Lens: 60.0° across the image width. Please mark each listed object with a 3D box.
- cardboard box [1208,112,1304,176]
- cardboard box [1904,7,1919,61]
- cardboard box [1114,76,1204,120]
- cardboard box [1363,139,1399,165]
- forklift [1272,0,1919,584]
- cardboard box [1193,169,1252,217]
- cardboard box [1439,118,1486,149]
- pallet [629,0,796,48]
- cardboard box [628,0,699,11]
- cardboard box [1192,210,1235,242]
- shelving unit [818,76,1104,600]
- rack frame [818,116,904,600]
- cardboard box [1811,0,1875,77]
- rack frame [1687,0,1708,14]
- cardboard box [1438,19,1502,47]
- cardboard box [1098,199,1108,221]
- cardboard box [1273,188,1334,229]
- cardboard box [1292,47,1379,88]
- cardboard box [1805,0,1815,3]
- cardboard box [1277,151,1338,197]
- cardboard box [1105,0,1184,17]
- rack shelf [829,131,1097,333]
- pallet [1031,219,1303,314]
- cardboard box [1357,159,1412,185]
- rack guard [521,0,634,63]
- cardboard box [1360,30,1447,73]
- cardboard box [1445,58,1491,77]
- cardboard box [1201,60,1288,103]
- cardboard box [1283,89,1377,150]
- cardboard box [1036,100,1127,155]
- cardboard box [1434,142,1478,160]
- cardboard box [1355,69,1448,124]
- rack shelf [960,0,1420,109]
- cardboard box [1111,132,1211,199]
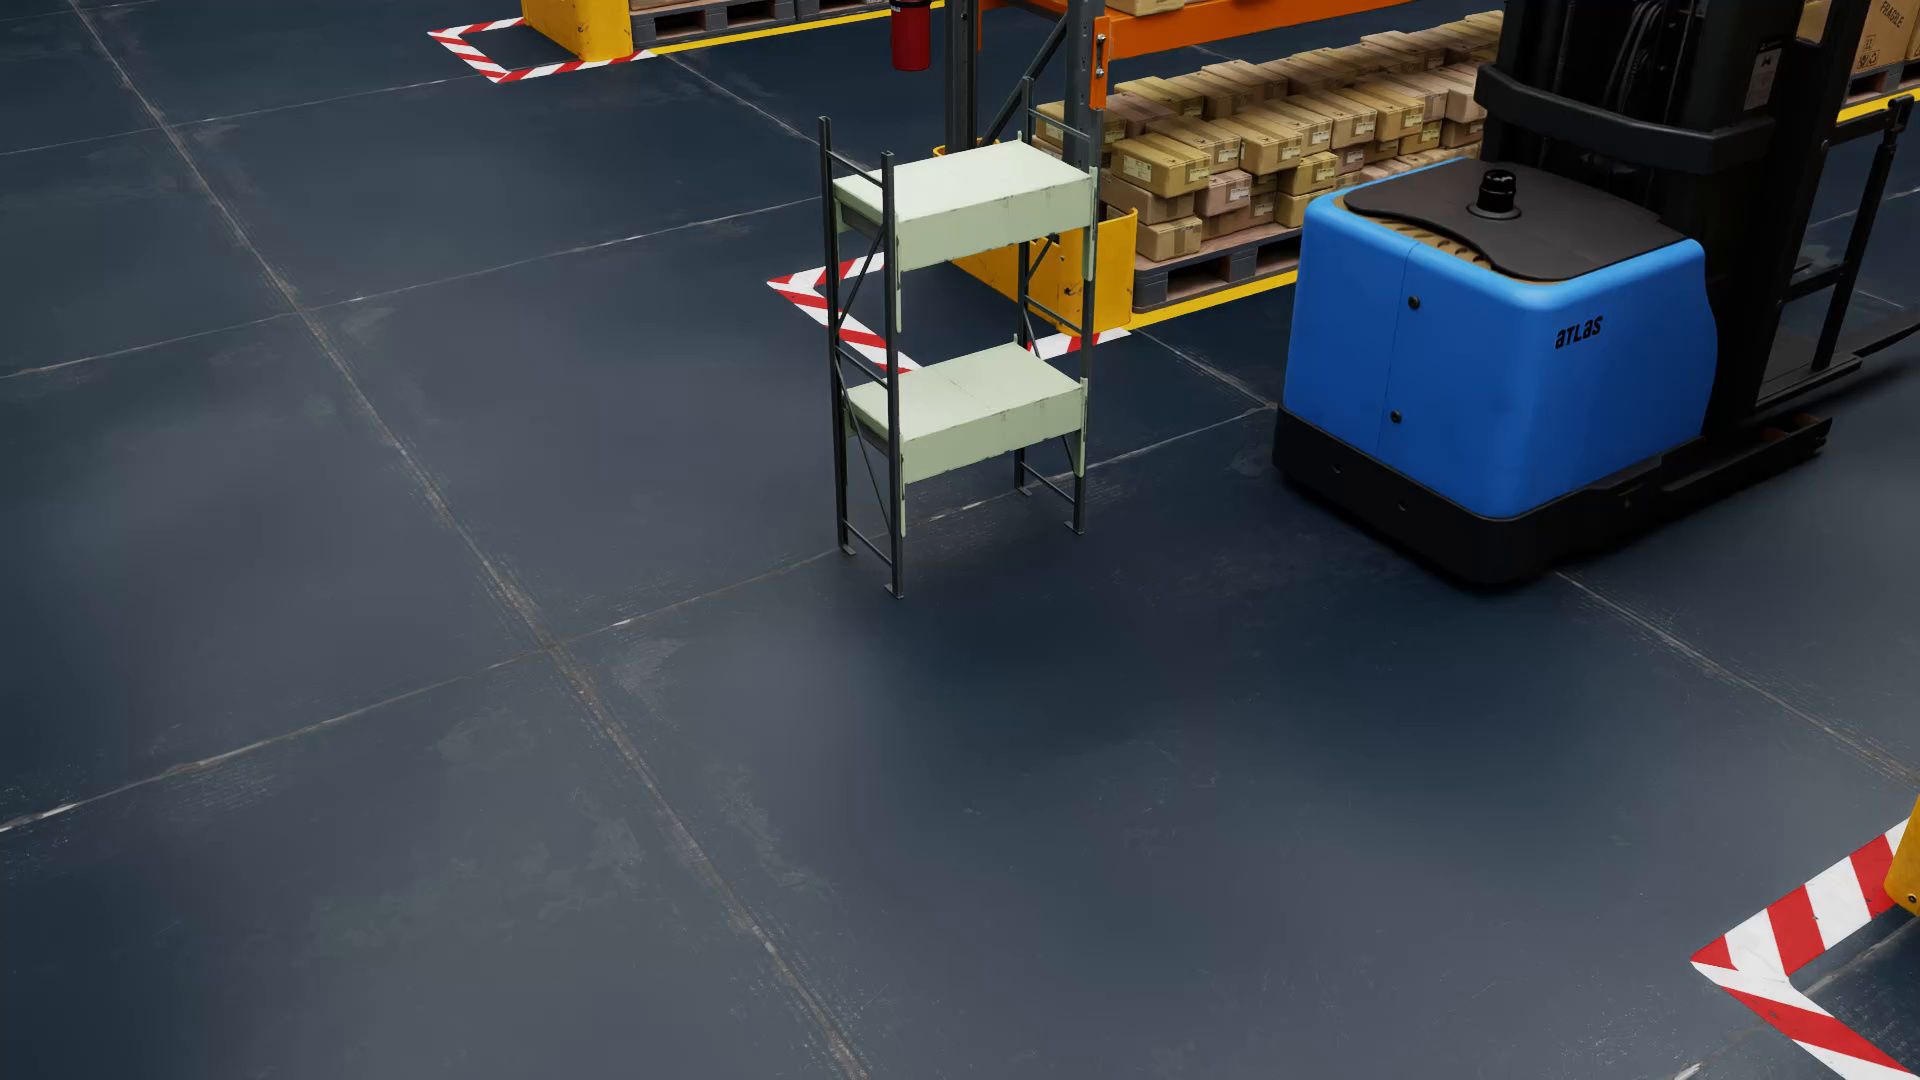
[{"bbox_3d":[1.322,-1.785,7.490,0.250,0.149,0.380,-19,37,-27],"label":"cardboard box"},{"bbox_3d":[5.688,-3.231,10.009,0.500,0.500,0.500,-21,38,-29],"label":"cardboard box"},{"bbox_3d":[0.948,-2.083,7.961,0.250,0.149,0.380,-20,37,-28],"label":"cardboard box"},{"bbox_3d":[1.899,-1.954,8.035,0.250,0.149,0.380,-17,36,-25],"label":"cardboard box"},{"bbox_3d":[2.642,-1.701,5.700,3.031,2.935,1.130,-20,37,-28],"label":"forklift"},{"bbox_3d":[1.090,-1.602,7.477,0.250,0.149,0.380,-19,37,-27],"label":"cardboard box"},{"bbox_3d":[2.379,-2.086,8.244,0.250,0.149,0.380,-21,38,-29],"label":"cardboard box"},{"bbox_3d":[-1.888,-3.691,11.404,1.213,0.211,1.003,-19,37,-27],"label":"pallet"},{"bbox_3d":[-2.017,-3.934,11.183,0.875,0.438,0.875,-20,38,-29],"label":"cardboard box"},{"bbox_3d":[1.039,-1.506,7.604,0.250,0.149,0.380,-19,37,-27],"label":"cardboard box"},{"bbox_3d":[0.006,-0.636,5.353,0.755,1.500,0.431,-19,37,-27],"label":"shelving unit"},{"bbox_3d":[-0.302,-0.530,5.185,0.023,1.500,0.400,-19,37,-27],"label":"rack frame"},{"bbox_3d":[4.820,-2.939,9.546,0.500,0.500,0.500,-17,36,-25],"label":"cardboard box"},{"bbox_3d":[3.611,-3.570,8.598,0.127,3.000,1.000,-19,37,-27],"label":"rack frame"},{"bbox_3d":[2.760,-2.639,8.842,0.250,0.149,0.380,-20,37,-28],"label":"cardboard box"},{"bbox_3d":[0.579,-1.631,7.803,0.250,0.149,0.380,-18,37,-26],"label":"cardboard box"},{"bbox_3d":[1.518,-1.605,7.762,0.250,0.149,0.380,-18,37,-27],"label":"cardboard box"},{"bbox_3d":[1.882,-2.347,8.379,0.250,0.149,0.380,-19,37,-27],"label":"cardboard box"},{"bbox_3d":[4.376,-3.103,9.104,0.500,0.250,0.500,-21,38,-29],"label":"cardboard box"},{"bbox_3d":[1.522,-1.737,7.693,0.250,0.149,0.380,-18,36,-26],"label":"cardboard box"},{"bbox_3d":[0.699,-2.254,6.747,0.250,0.149,0.380,-19,37,-28],"label":"cardboard box"},{"bbox_3d":[0.006,-0.966,5.145,0.720,0.370,0.431,-19,37,-27],"label":"rack shelf"},{"bbox_3d":[1.015,-1.475,7.891,1.213,0.211,1.003,-19,37,-27],"label":"pallet"},{"bbox_3d":[1.937,-1.755,7.999,0.250,0.149,0.380,-21,38,-30],"label":"cardboard box"},{"bbox_3d":[-2.538,-3.540,10.893,0.348,0.500,1.175,-19,37,-27],"label":"rack guard"},{"bbox_3d":[2.295,-2.516,8.648,0.250,0.149,0.380,-18,37,-26],"label":"cardboard box"},{"bbox_3d":[2.617,-2.247,8.222,0.250,0.149,0.380,-21,38,-30],"label":"cardboard box"},{"bbox_3d":[1.396,-2.232,8.197,0.250,0.149,0.380,-18,36,-26],"label":"cardboard box"},{"bbox_3d":[1.723,-1.970,7.782,0.250,0.149,0.380,-17,36,-25],"label":"cardboard box"},{"bbox_3d":[0.557,-1.904,7.677,0.250,0.149,0.380,-19,37,-27],"label":"cardboard box"},{"bbox_3d":[2.341,-1.931,8.278,0.250,0.149,0.380,-18,37,-26],"label":"cardboard box"},{"bbox_3d":[2.129,-2.141,8.054,0.250,0.149,0.380,-19,37,-27],"label":"cardboard box"},{"bbox_3d":[1.930,-2.688,7.873,4.000,0.370,1.077,-19,37,-27],"label":"rack shelf"},{"bbox_3d":[0.874,-1.636,7.253,0.250,0.149,0.380,-21,38,-29],"label":"cardboard box"}]
